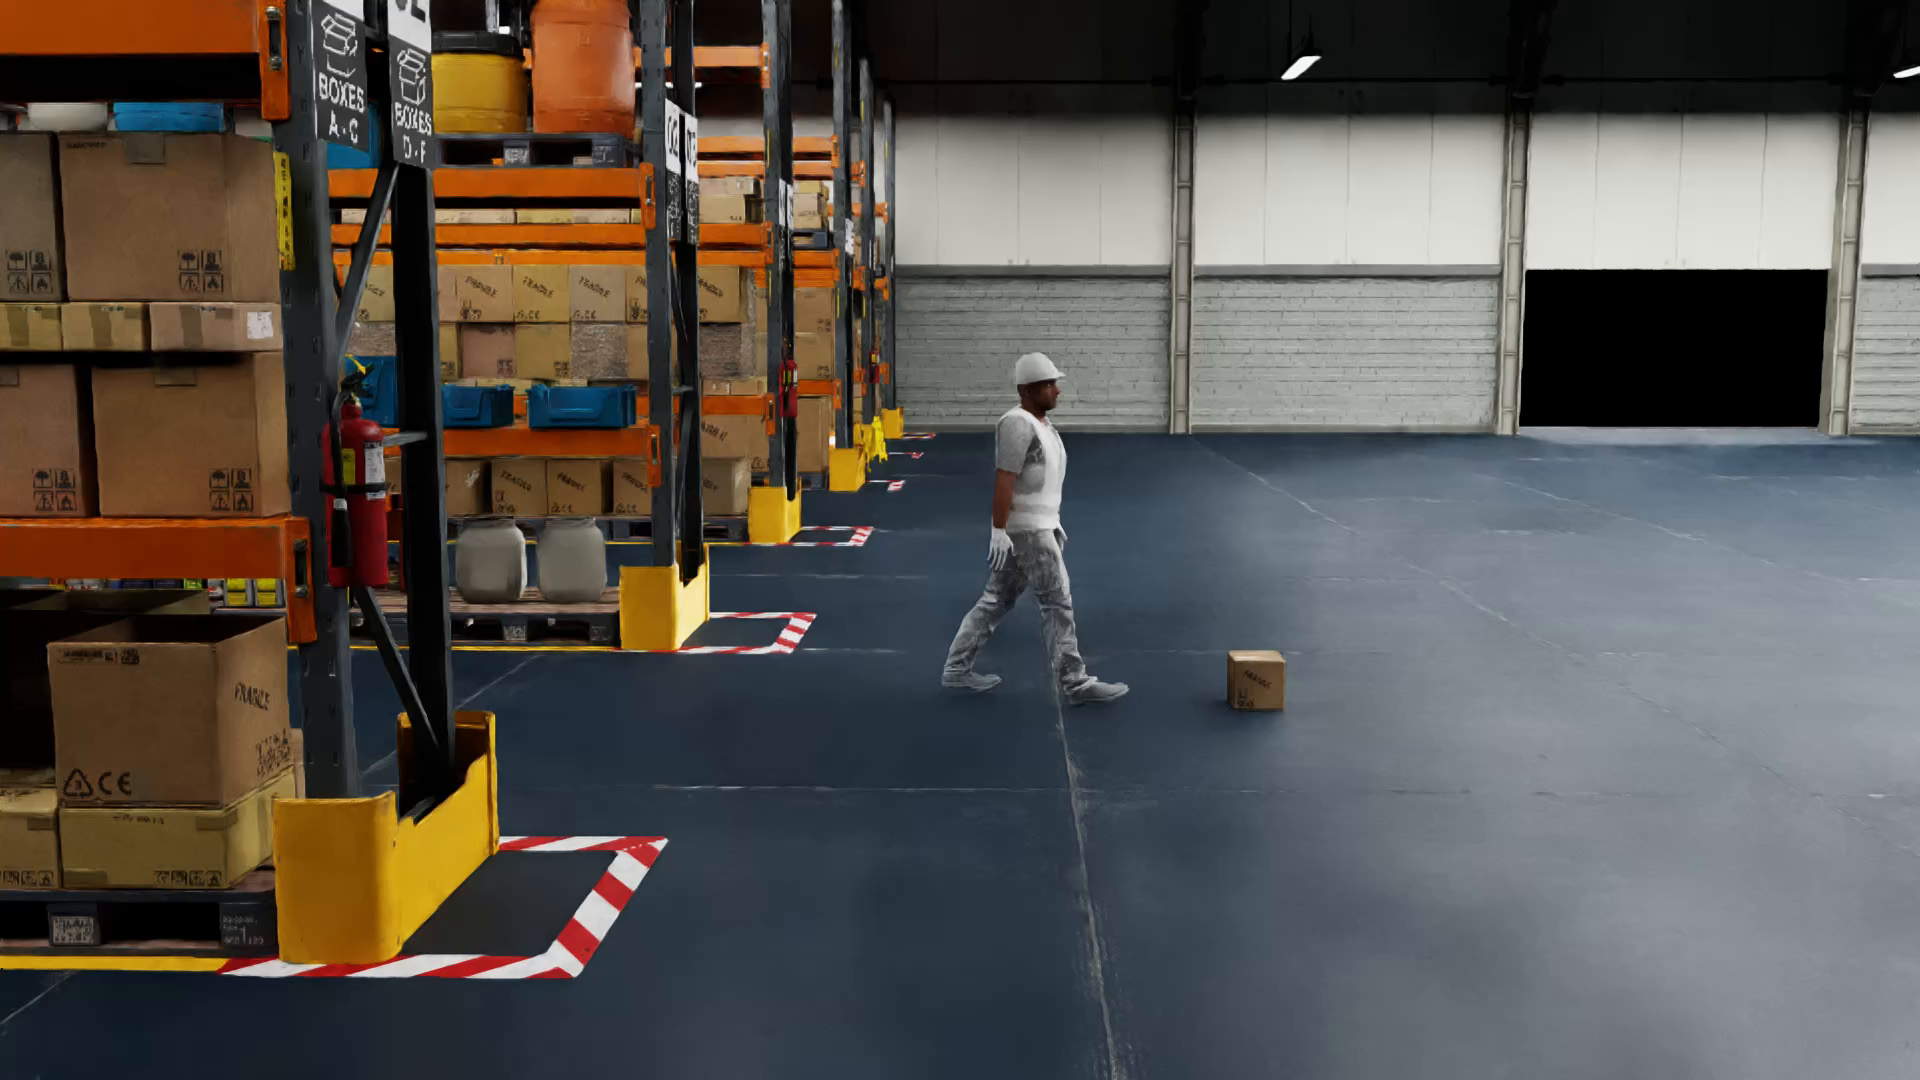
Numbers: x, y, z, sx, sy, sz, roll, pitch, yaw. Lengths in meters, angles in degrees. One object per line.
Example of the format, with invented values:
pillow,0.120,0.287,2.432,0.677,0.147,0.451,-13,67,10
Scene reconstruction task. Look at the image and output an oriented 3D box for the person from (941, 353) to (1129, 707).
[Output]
person,0.382,-0.058,8.350,0.961,1.755,0.634,1,7,8
